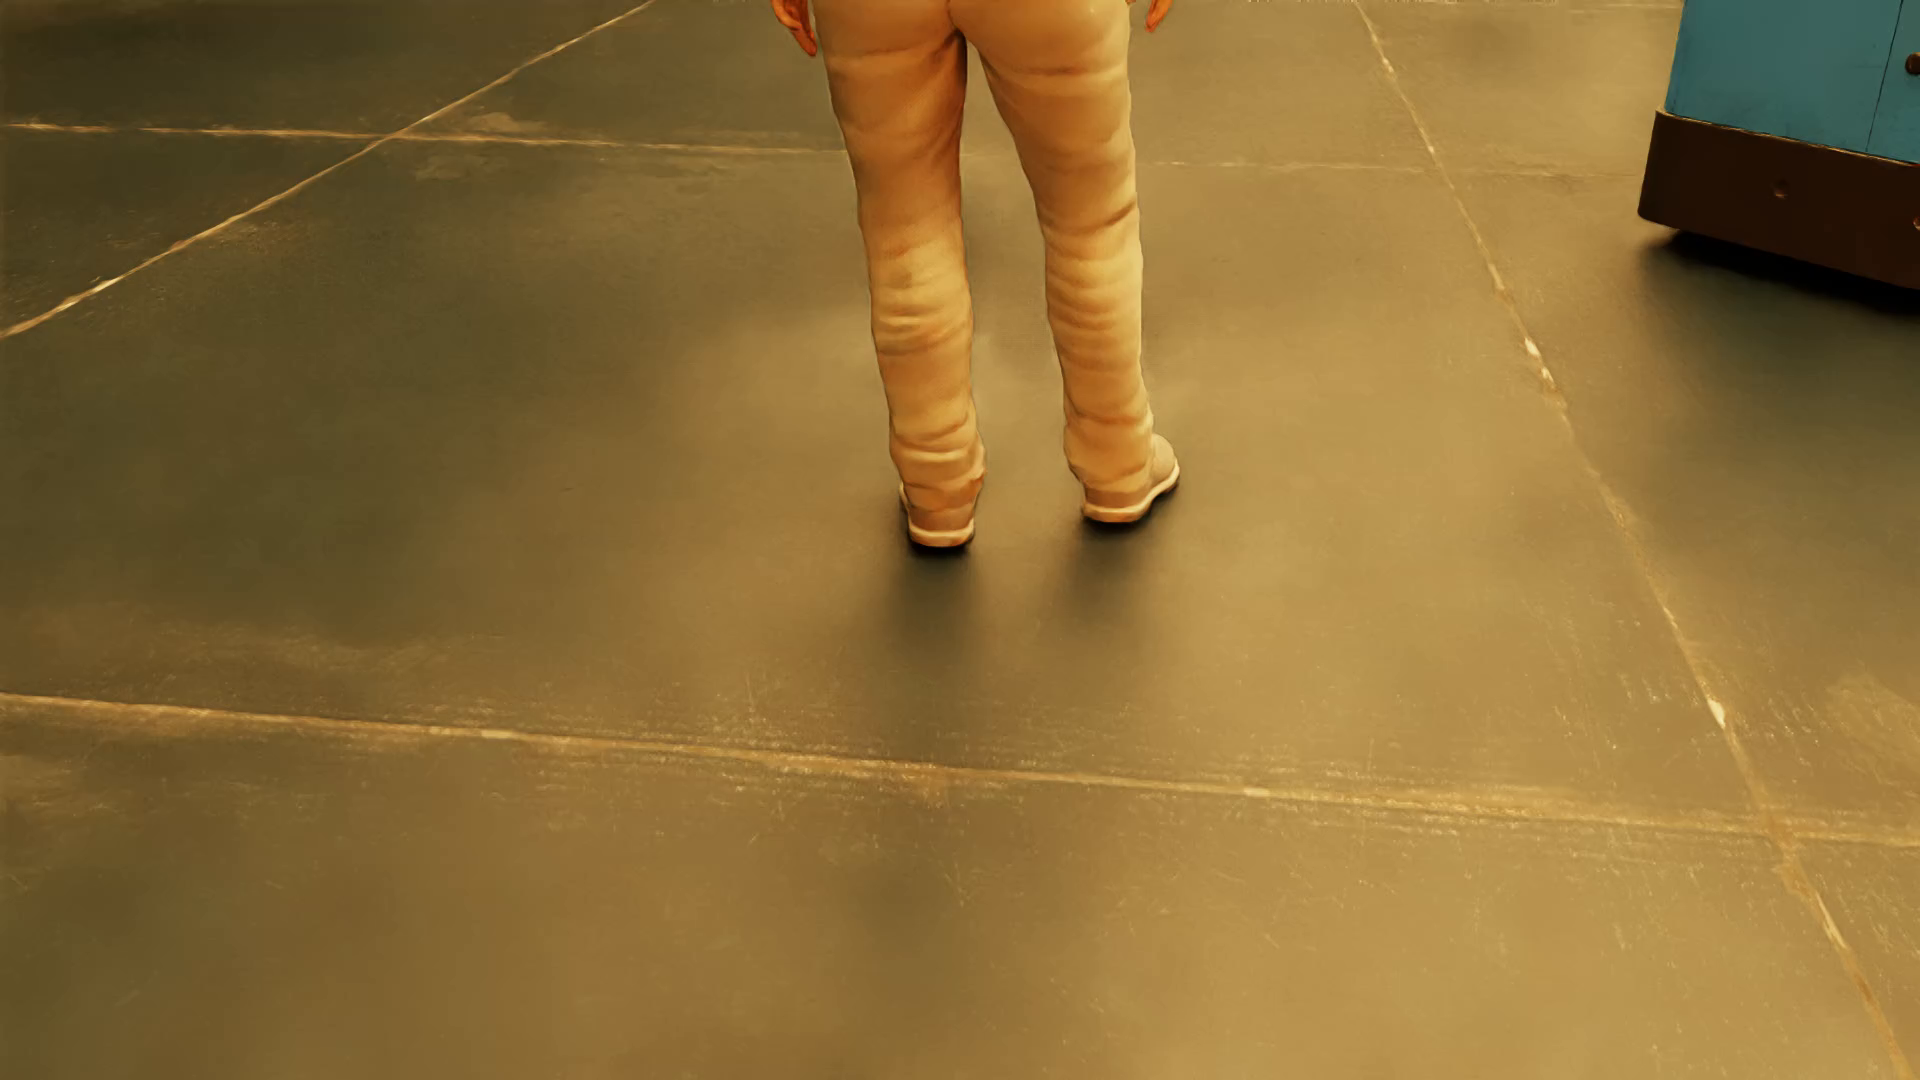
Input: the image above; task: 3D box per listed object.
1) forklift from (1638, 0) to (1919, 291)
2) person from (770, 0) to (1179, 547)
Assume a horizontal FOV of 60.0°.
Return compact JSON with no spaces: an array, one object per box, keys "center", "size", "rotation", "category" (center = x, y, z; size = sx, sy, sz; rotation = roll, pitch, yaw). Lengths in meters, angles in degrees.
[{"center":[3.071,-2.196,3.619],"size":[3.031,2.935,1.130],"rotation":[-17,31,-31],"category":"forklift"},{"center":[0.033,-0.785,2.190],"size":[0.598,1.669,0.529],"rotation":[3,27,7],"category":"person"}]
